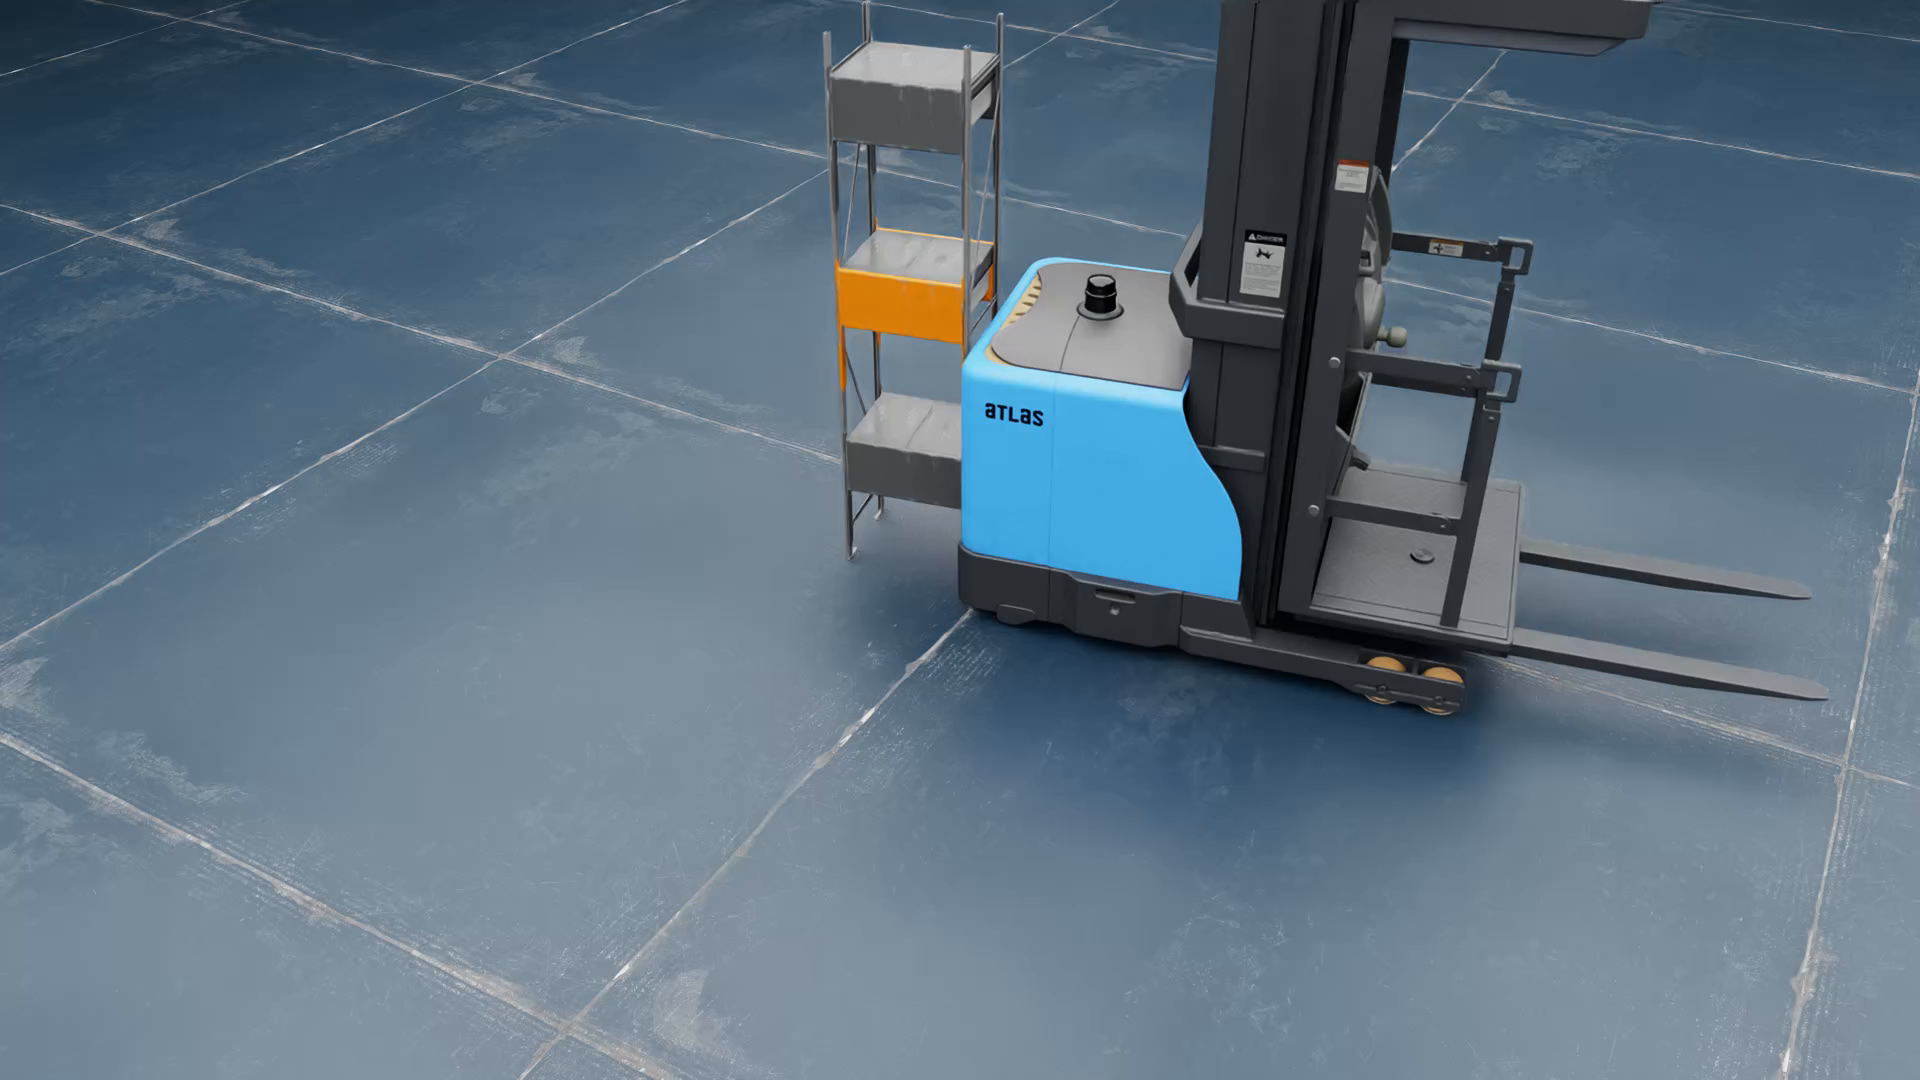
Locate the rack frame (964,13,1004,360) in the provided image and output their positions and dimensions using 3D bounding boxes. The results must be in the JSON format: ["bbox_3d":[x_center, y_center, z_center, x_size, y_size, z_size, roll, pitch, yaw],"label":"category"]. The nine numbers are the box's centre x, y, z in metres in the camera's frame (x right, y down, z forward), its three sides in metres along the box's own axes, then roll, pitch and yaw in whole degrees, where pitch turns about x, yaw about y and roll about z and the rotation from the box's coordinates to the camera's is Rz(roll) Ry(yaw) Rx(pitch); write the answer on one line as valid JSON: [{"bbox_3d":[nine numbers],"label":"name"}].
[{"bbox_3d":[0.080,-0.812,6.074,0.015,2.100,0.400,10,35,15],"label":"rack frame"}]

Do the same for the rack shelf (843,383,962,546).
[{"bbox_3d":[-0.152,-0.259,6.533,0.480,0.518,0.431,10,35,15],"label":"rack shelf"}]

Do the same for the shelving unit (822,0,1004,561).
[{"bbox_3d":[-0.152,-0.853,6.137,0.503,2.100,0.431,10,35,15],"label":"shelving unit"}]

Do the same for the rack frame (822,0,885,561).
[{"bbox_3d":[-0.384,-0.895,6.200,0.015,2.100,0.400,10,35,15],"label":"rack frame"}]

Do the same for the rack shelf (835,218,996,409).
[{"bbox_3d":[-0.152,-0.842,6.145,0.480,0.518,0.431,10,35,15],"label":"rack shelf"}]

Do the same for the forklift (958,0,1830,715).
[{"bbox_3d":[1.567,-0.938,5.515,3.031,2.935,1.130,10,35,15],"label":"forklift"}]

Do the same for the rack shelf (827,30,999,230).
[{"bbox_3d":[-0.152,-1.425,5.757,0.480,0.518,0.431,10,35,15],"label":"rack shelf"}]
